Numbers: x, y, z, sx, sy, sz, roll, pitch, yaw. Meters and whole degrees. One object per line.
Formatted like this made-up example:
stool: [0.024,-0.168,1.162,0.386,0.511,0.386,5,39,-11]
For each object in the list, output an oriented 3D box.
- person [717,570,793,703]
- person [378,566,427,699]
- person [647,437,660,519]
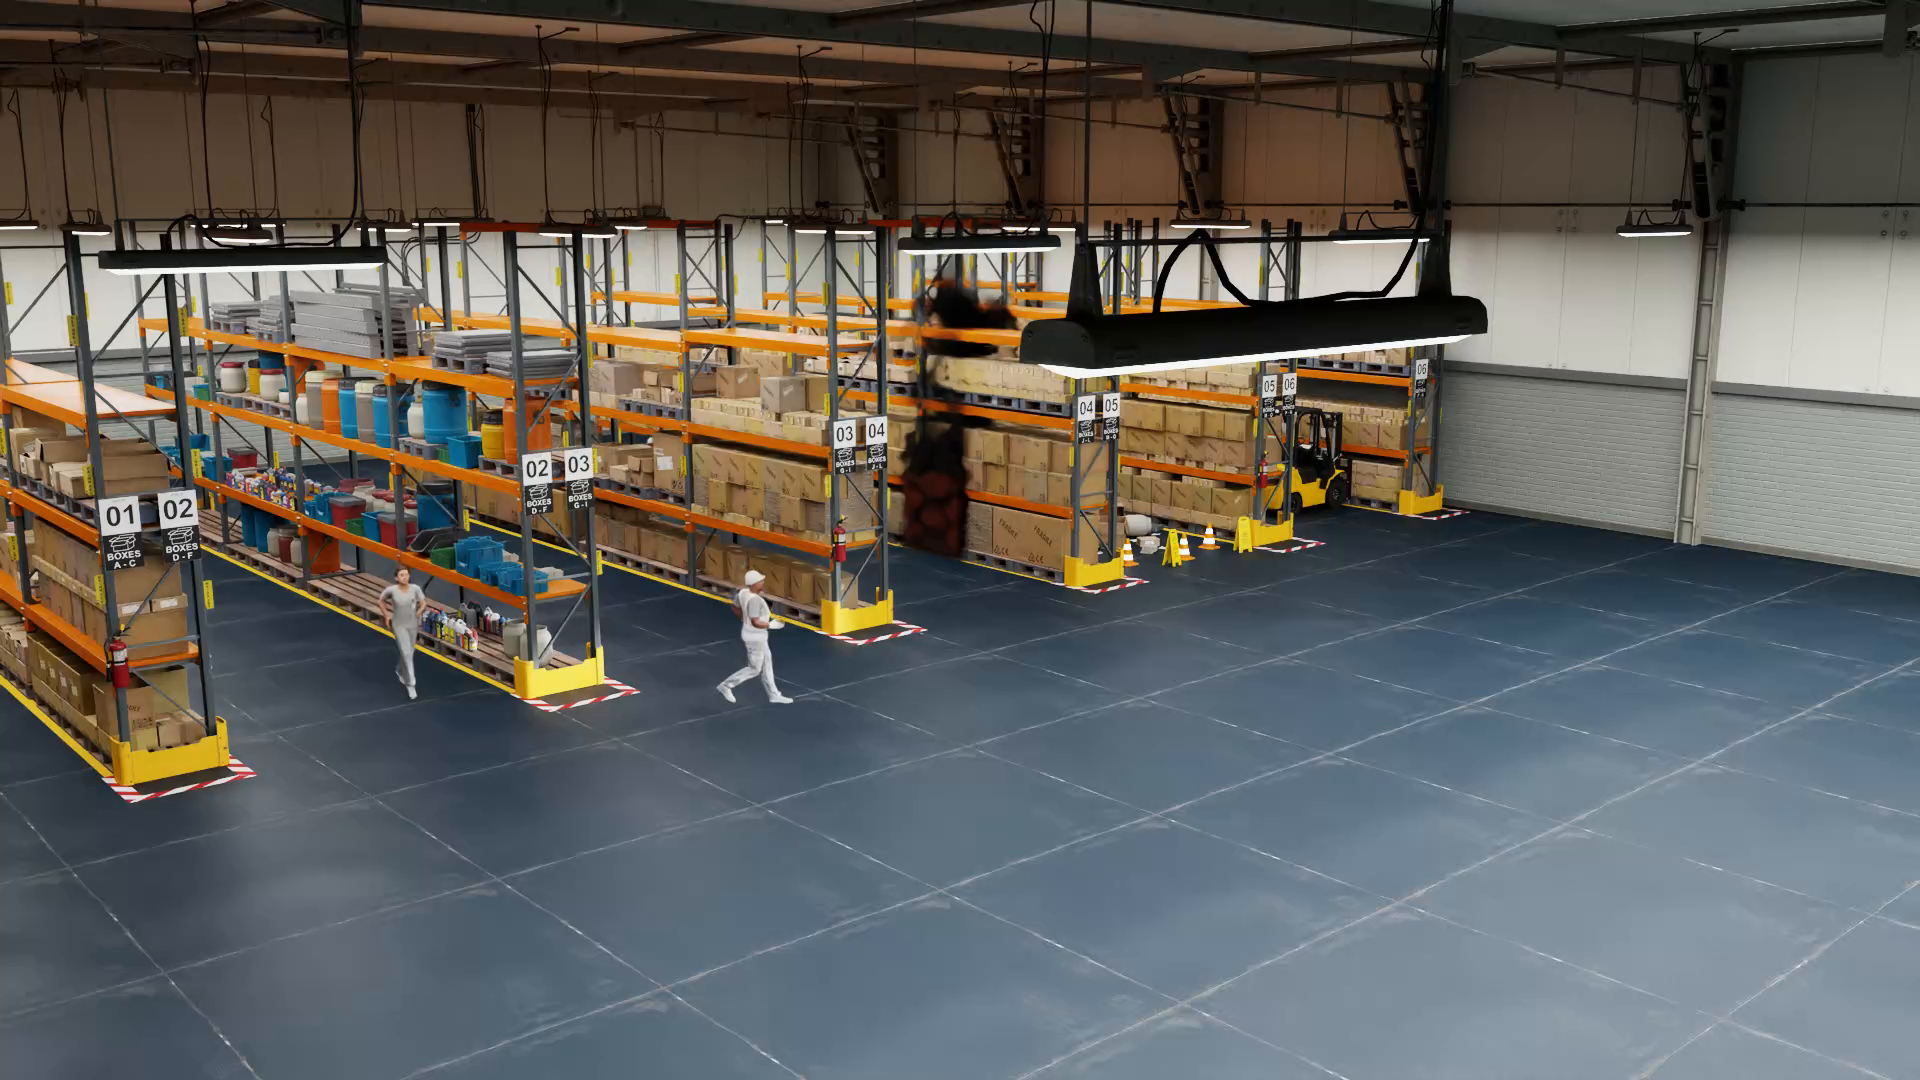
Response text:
person: [-2.616,1.257,21.090,0.984,1.782,0.699,-3,12,-15]
person: [-7.285,1.165,21.864,0.559,1.703,0.807,-9,15,-38]
person: [-6.081,-1.143,33.064,0.777,1.831,0.672,10,15,39]
